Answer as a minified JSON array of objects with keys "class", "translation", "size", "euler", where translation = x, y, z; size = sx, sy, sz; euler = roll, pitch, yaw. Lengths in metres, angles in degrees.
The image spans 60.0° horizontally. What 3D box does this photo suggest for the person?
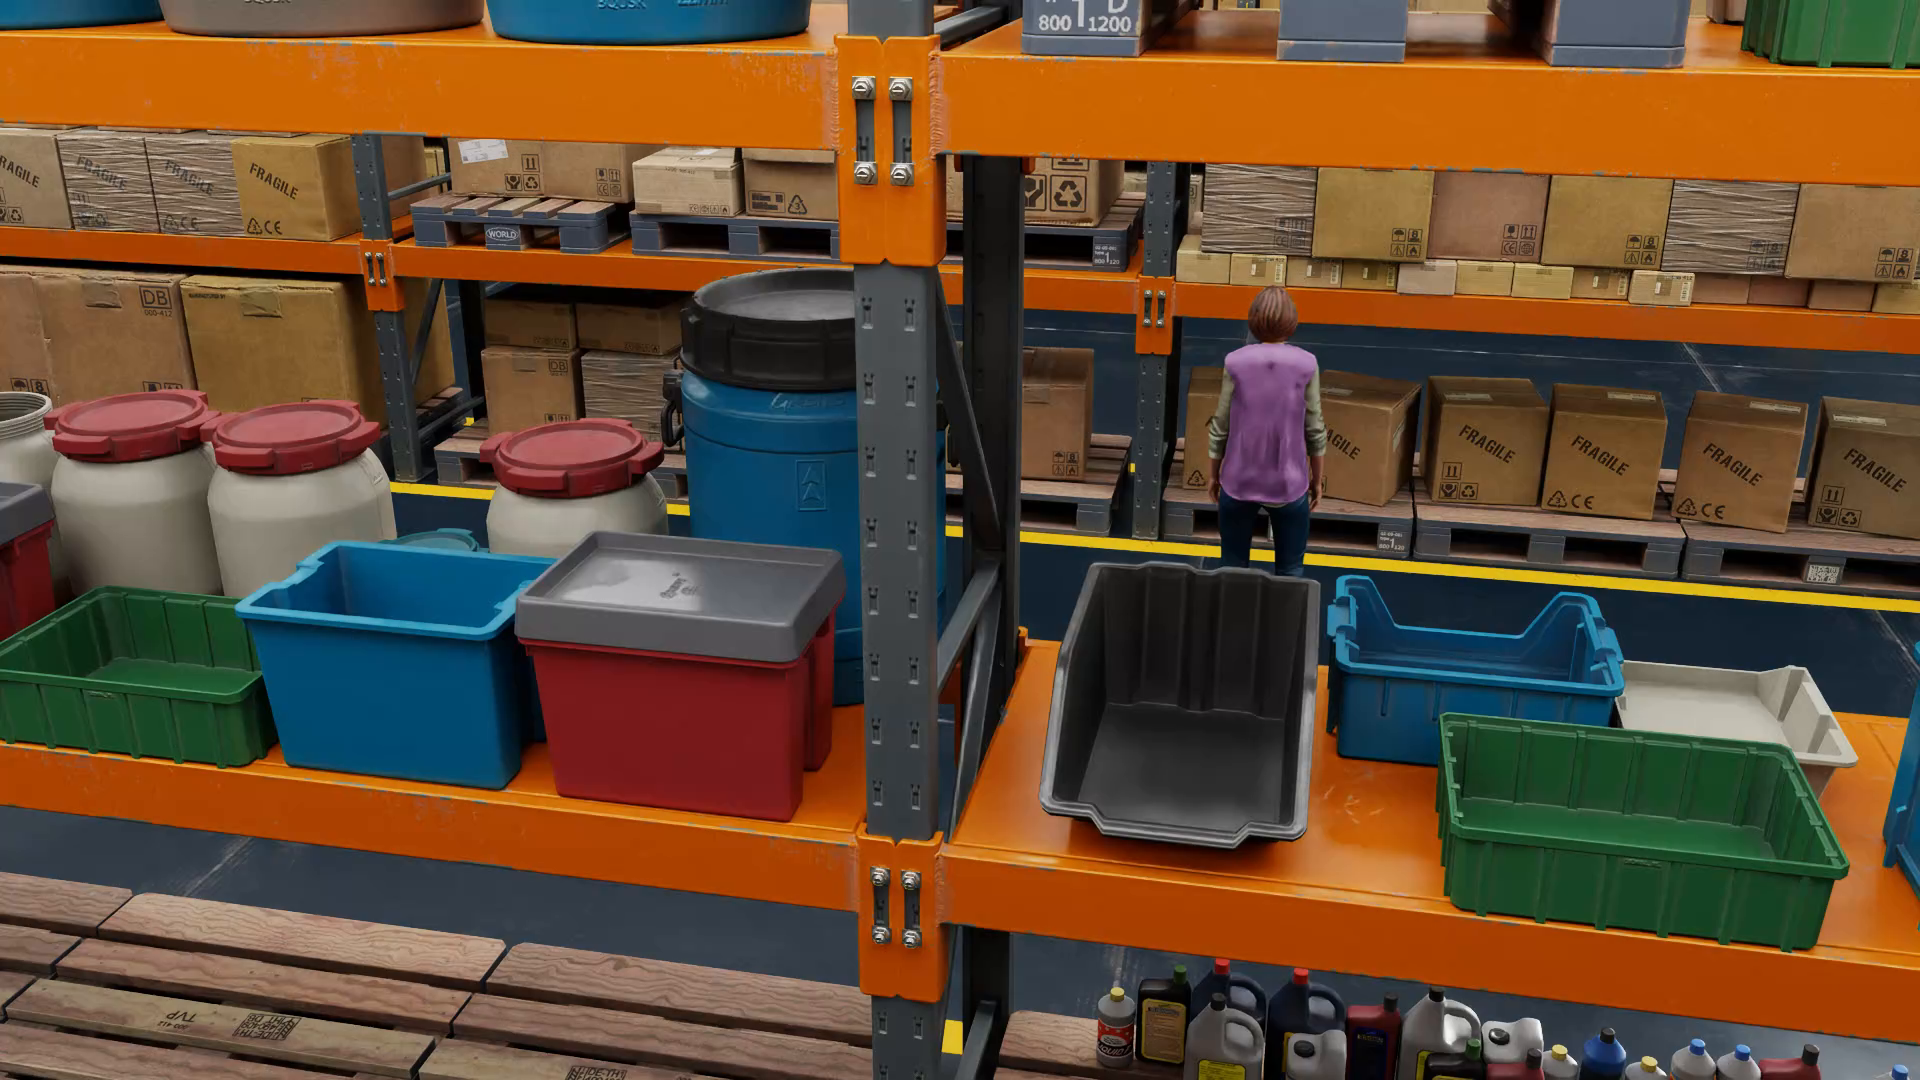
[{"class":"person","translation":[1.213,-0.209,6.624],"size":[0.460,1.592,0.346],"euler":[5,22,11]}]
